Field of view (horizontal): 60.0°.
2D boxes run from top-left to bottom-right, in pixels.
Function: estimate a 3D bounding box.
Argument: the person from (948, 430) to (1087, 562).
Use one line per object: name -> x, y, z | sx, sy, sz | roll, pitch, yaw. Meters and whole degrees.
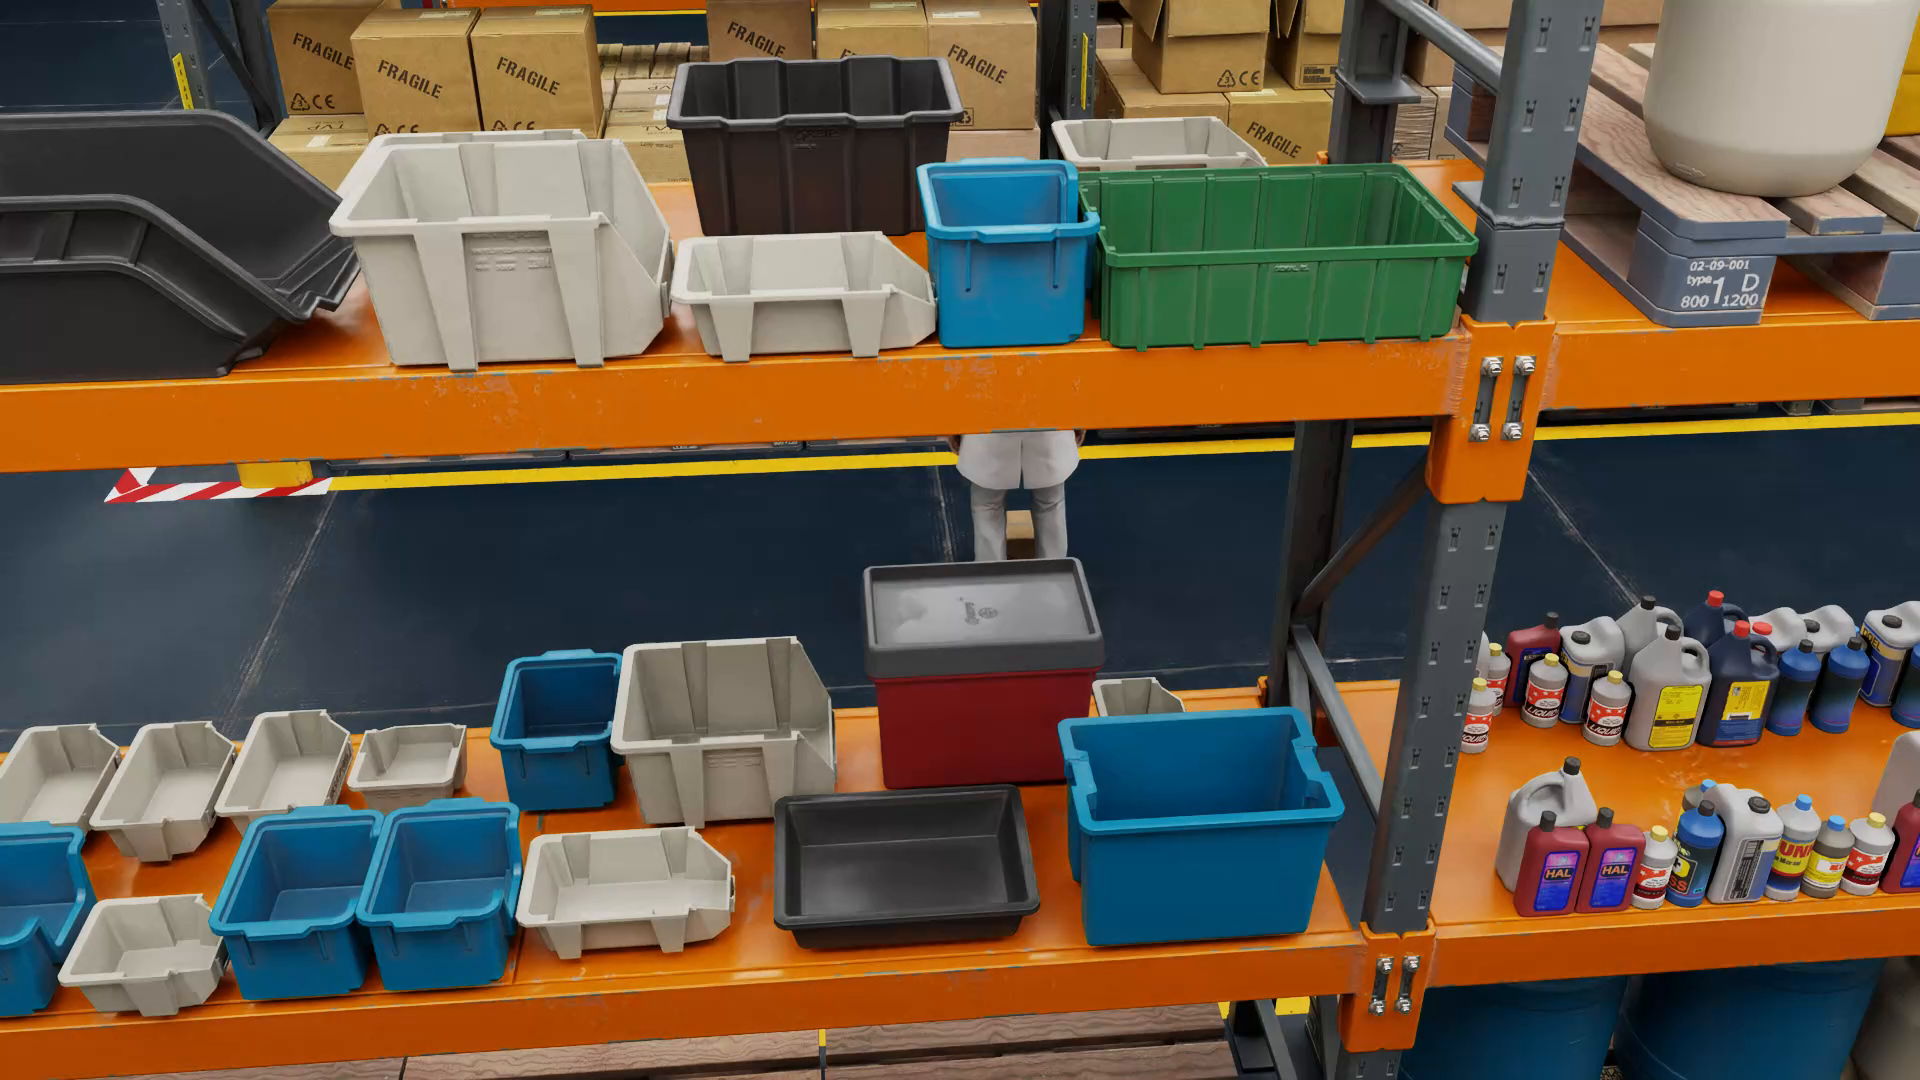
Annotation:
person -> 0.243, -0.440, 7.006 | 0.641, 1.653, 0.427 | -3, 31, -5
